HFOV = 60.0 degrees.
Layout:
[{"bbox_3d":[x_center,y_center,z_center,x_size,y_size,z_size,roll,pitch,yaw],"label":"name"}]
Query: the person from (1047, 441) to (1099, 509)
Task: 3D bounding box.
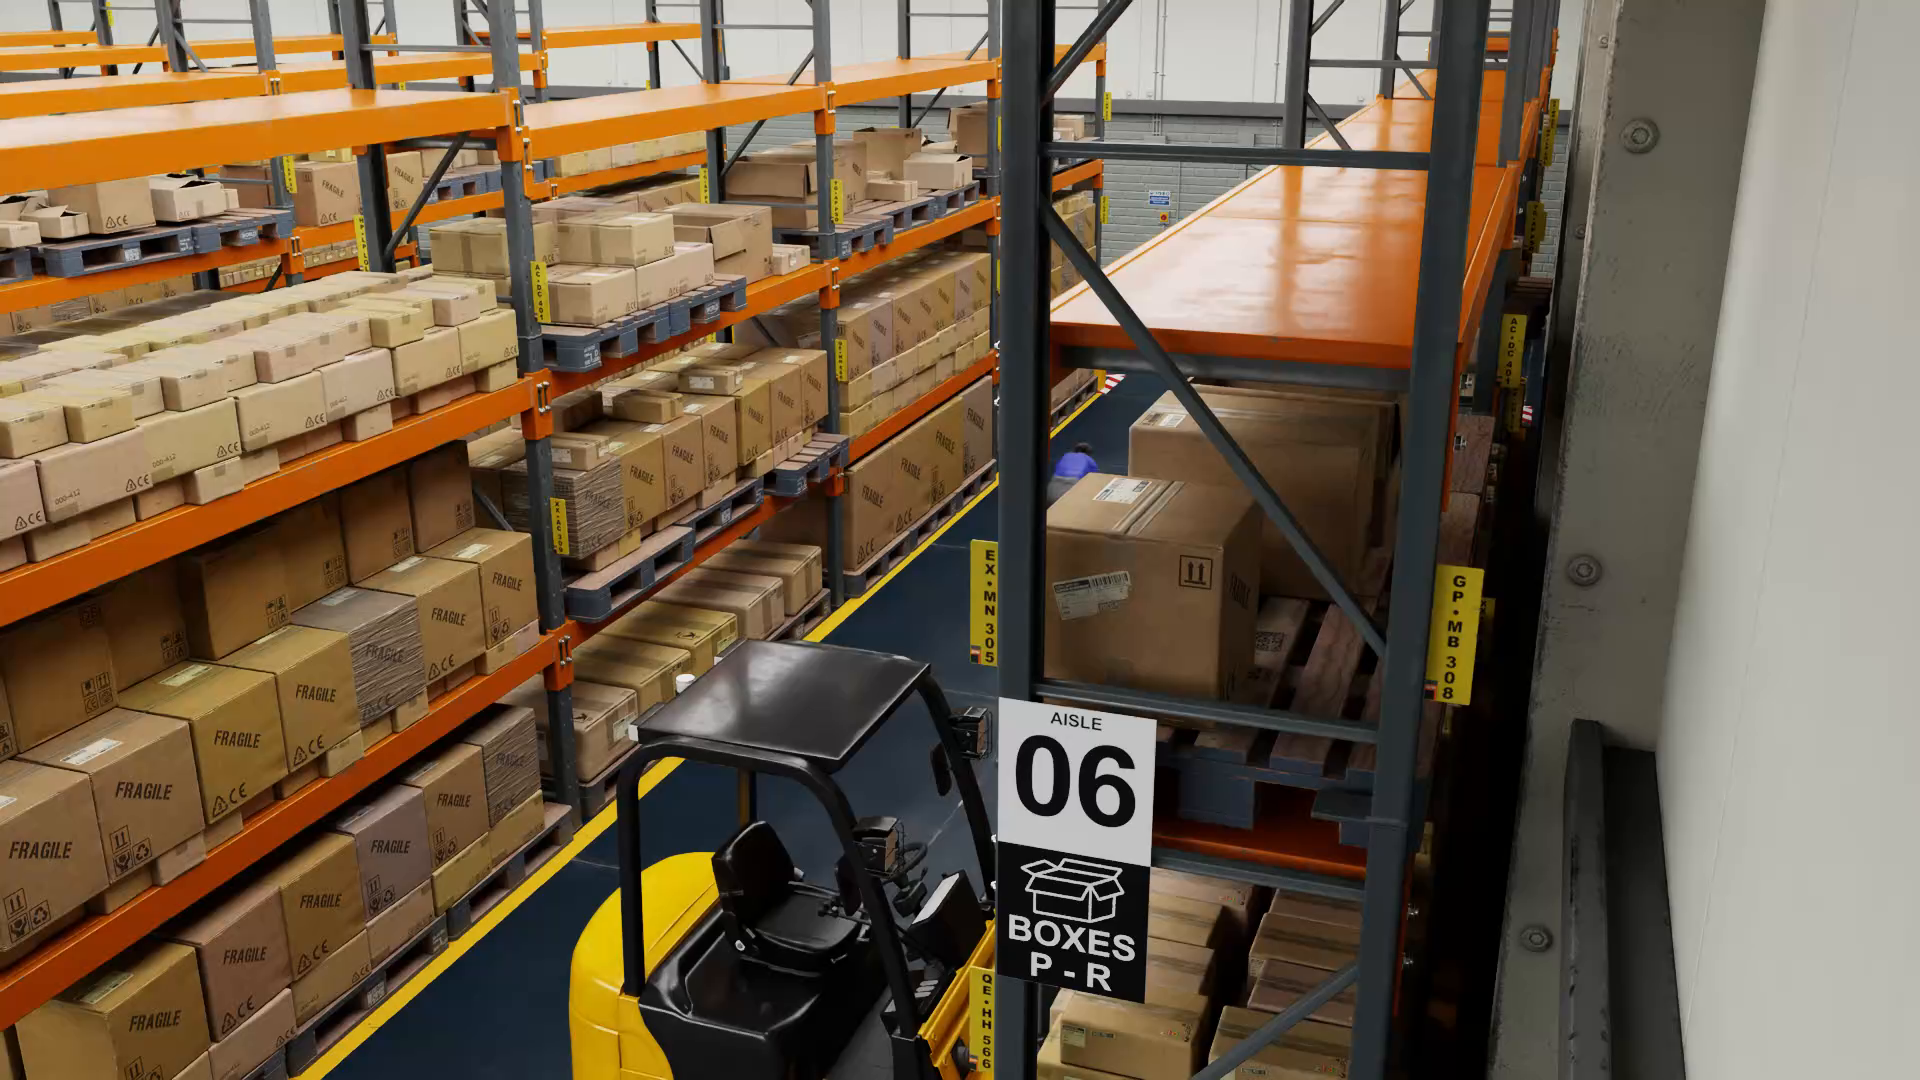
[{"bbox_3d":[0.956,-0.220,14.074,0.414,1.112,0.866,6,20,16],"label":"person"}]
